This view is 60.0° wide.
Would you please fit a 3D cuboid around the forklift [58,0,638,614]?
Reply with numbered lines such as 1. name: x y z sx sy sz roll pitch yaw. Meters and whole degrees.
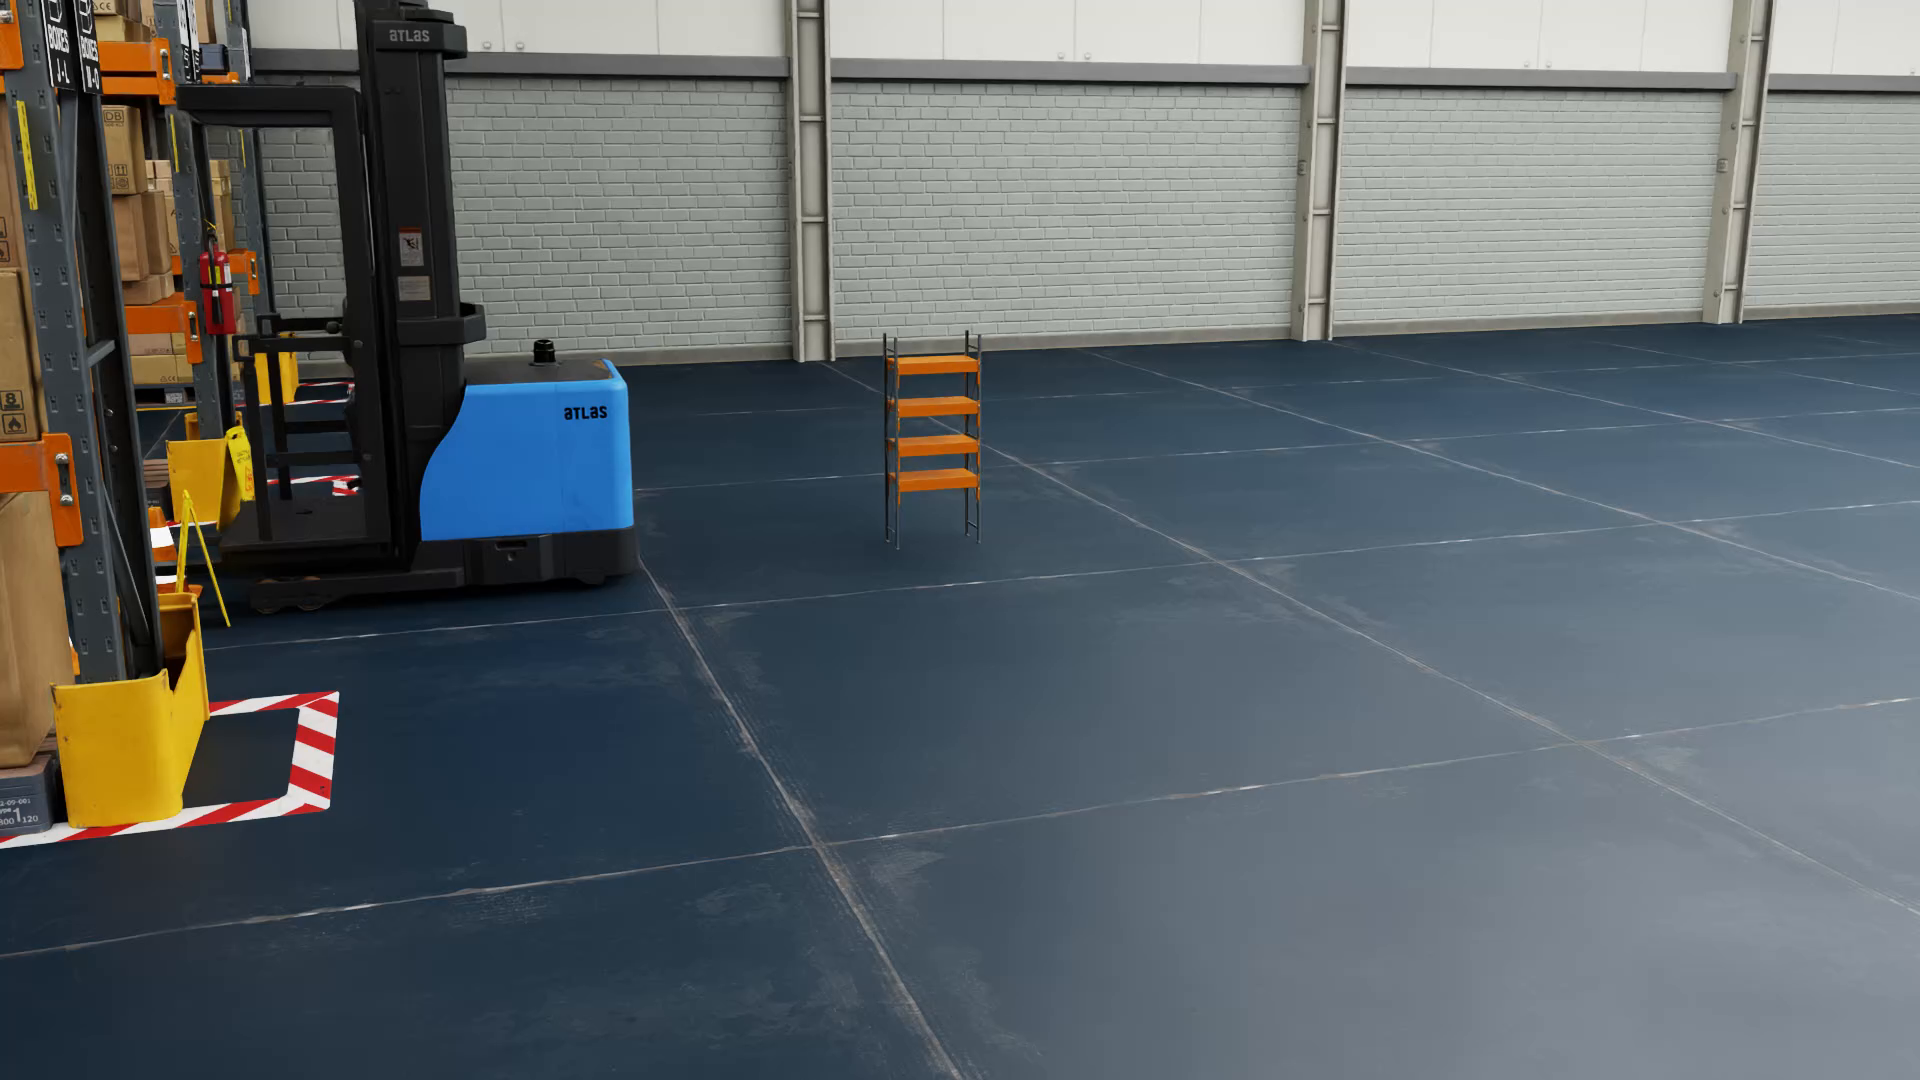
1. forklift: -3.256 -1.202 8.362 3.031 2.935 1.130 -4 14 -16

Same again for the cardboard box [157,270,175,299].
1. cardboard box: -5.096 -1.602 10.438 0.250 0.149 0.380 -4 14 -18

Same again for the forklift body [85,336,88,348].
1. forklift body: -7.510 -1.839 12.727 1.214 2.155 2.313 -4 14 -18

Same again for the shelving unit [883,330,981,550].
1. shelving unit: -0.157 -0.571 9.453 0.503 1.200 0.258 -4 14 -18

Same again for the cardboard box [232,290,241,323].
1. cardboard box: -6.631 -2.043 14.622 0.500 0.250 0.500 -4 14 -16

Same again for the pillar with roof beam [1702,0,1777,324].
1. pillar with roof beam: 11.191 -6.241 16.435 0.400 9.000 9.100 -4 14 -18

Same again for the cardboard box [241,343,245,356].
1. cardboard box: -6.822 -1.665 15.197 0.500 0.250 0.500 -4 14 -18

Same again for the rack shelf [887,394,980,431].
1. rack shelf: -0.157 -0.724 9.416 0.480 0.148 0.258 -4 14 -18

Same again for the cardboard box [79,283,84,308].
1. cardboard box: -5.199 -1.464 9.858 0.250 0.149 0.380 -5 14 -19

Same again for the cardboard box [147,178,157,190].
1. cardboard box: -7.032 -3.038 14.316 0.250 0.149 0.380 -4 14 -17

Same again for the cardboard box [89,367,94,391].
1. cardboard box: -5.384 -0.819 10.017 0.500 0.500 0.500 -4 14 -18

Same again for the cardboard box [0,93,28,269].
1. cardboard box: -3.397 -1.205 5.569 0.550 0.550 0.875 -4 14 -18

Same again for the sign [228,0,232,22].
1. sign: -6.134 -4.524 13.954 0.005 0.325 0.100 -4 14 -18

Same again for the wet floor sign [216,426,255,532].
1. wet floor sign: -4.186 -0.338 9.668 0.232 0.644 0.267 0 13 1

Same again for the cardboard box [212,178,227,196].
1. cardboard box: -6.533 -3.069 14.446 0.250 0.149 0.380 -4 14 -17

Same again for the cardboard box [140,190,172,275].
1. cardboard box: -5.245 -1.923 10.386 0.500 0.500 0.500 -5 14 -19

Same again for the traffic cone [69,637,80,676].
1. traffic cone: -3.989 0.336 7.229 0.334 0.463 0.336 -4 14 -18

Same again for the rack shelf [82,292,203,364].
1. rack shelf: -6.603 -1.206 9.786 4.000 0.370 1.077 -4 14 -18

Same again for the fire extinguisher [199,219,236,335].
1. fire extinguisher: -4.452 -1.573 9.943 0.183 0.674 0.296 -4 14 -18

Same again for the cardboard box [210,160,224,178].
1. cardboard box: -6.566 -3.228 14.473 0.250 0.149 0.380 -4 14 -18

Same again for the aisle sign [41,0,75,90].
1. aisle sign: -2.870 -1.830 5.235 0.004 0.787 0.394 -4 14 -18

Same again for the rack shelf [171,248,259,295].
1. rack shelf: -8.190 -2.295 14.362 4.000 0.370 1.077 -4 14 -18

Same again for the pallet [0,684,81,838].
1. pallet: -3.766 0.807 5.793 1.213 0.211 1.003 -4 14 -18

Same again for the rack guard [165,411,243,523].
1. rack guard: -4.780 -0.482 10.589 0.348 0.500 1.175 -4 14 -18

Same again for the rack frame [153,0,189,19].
1. rack frame: -4.708 -4.622 9.629 0.127 3.000 1.000 -4 14 -18

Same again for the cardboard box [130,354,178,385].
1. cardboard box: -7.113 -1.520 14.586 0.500 0.250 0.500 -4 14 -18

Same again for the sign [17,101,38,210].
1. sign: -2.873 -1.184 5.125 0.005 0.325 0.100 -4 14 -18

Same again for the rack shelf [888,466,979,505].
1. rack shelf: -0.157 -0.313 9.514 0.480 0.148 0.258 -4 14 -18

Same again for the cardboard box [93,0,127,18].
1. cardboard box: -5.107 -3.138 9.552 0.500 0.250 0.500 -5 14 -19

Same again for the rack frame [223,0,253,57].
1. rack frame: -6.294 -5.711 14.205 0.127 3.000 1.000 -4 14 -18

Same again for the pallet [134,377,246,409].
1. pallet: -7.006 -1.370 14.946 1.213 0.211 1.003 -4 14 -18

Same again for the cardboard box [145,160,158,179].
1. cardboard box: -7.030 -3.178 14.261 0.250 0.149 0.380 -4 14 -17

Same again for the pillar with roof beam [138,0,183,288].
1. pillar with roof beam: -5.869 -4.913 10.850 0.400 9.000 9.100 -4 14 -18

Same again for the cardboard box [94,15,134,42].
1. cardboard box: -4.957 -2.953 9.637 0.250 0.149 0.380 -4 14 -18

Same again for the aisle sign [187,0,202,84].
1. aisle sign: -4.748 -3.041 10.328 0.004 0.787 0.394 -4 14 -18

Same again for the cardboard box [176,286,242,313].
1. cardboard box: -6.810 -2.151 15.078 0.500 0.250 0.500 -5 14 -19

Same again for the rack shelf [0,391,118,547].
1. rack shelf: -4.929 -0.128 5.253 4.000 0.370 1.077 -4 14 -18

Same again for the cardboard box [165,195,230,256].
1. cardboard box: -6.677 -2.747 14.493 0.500 0.500 0.500 -5 14 -19

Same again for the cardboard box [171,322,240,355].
1. cardboard box: -6.656 -1.797 14.672 0.500 0.250 0.500 -5 14 -19

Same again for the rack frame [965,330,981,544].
1. rack frame: 0.074 -0.590 9.528 0.015 1.200 0.240 -4 14 -18

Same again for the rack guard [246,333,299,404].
1. rack guard: -6.271 -1.578 15.196 0.348 0.500 1.175 -4 14 -18
